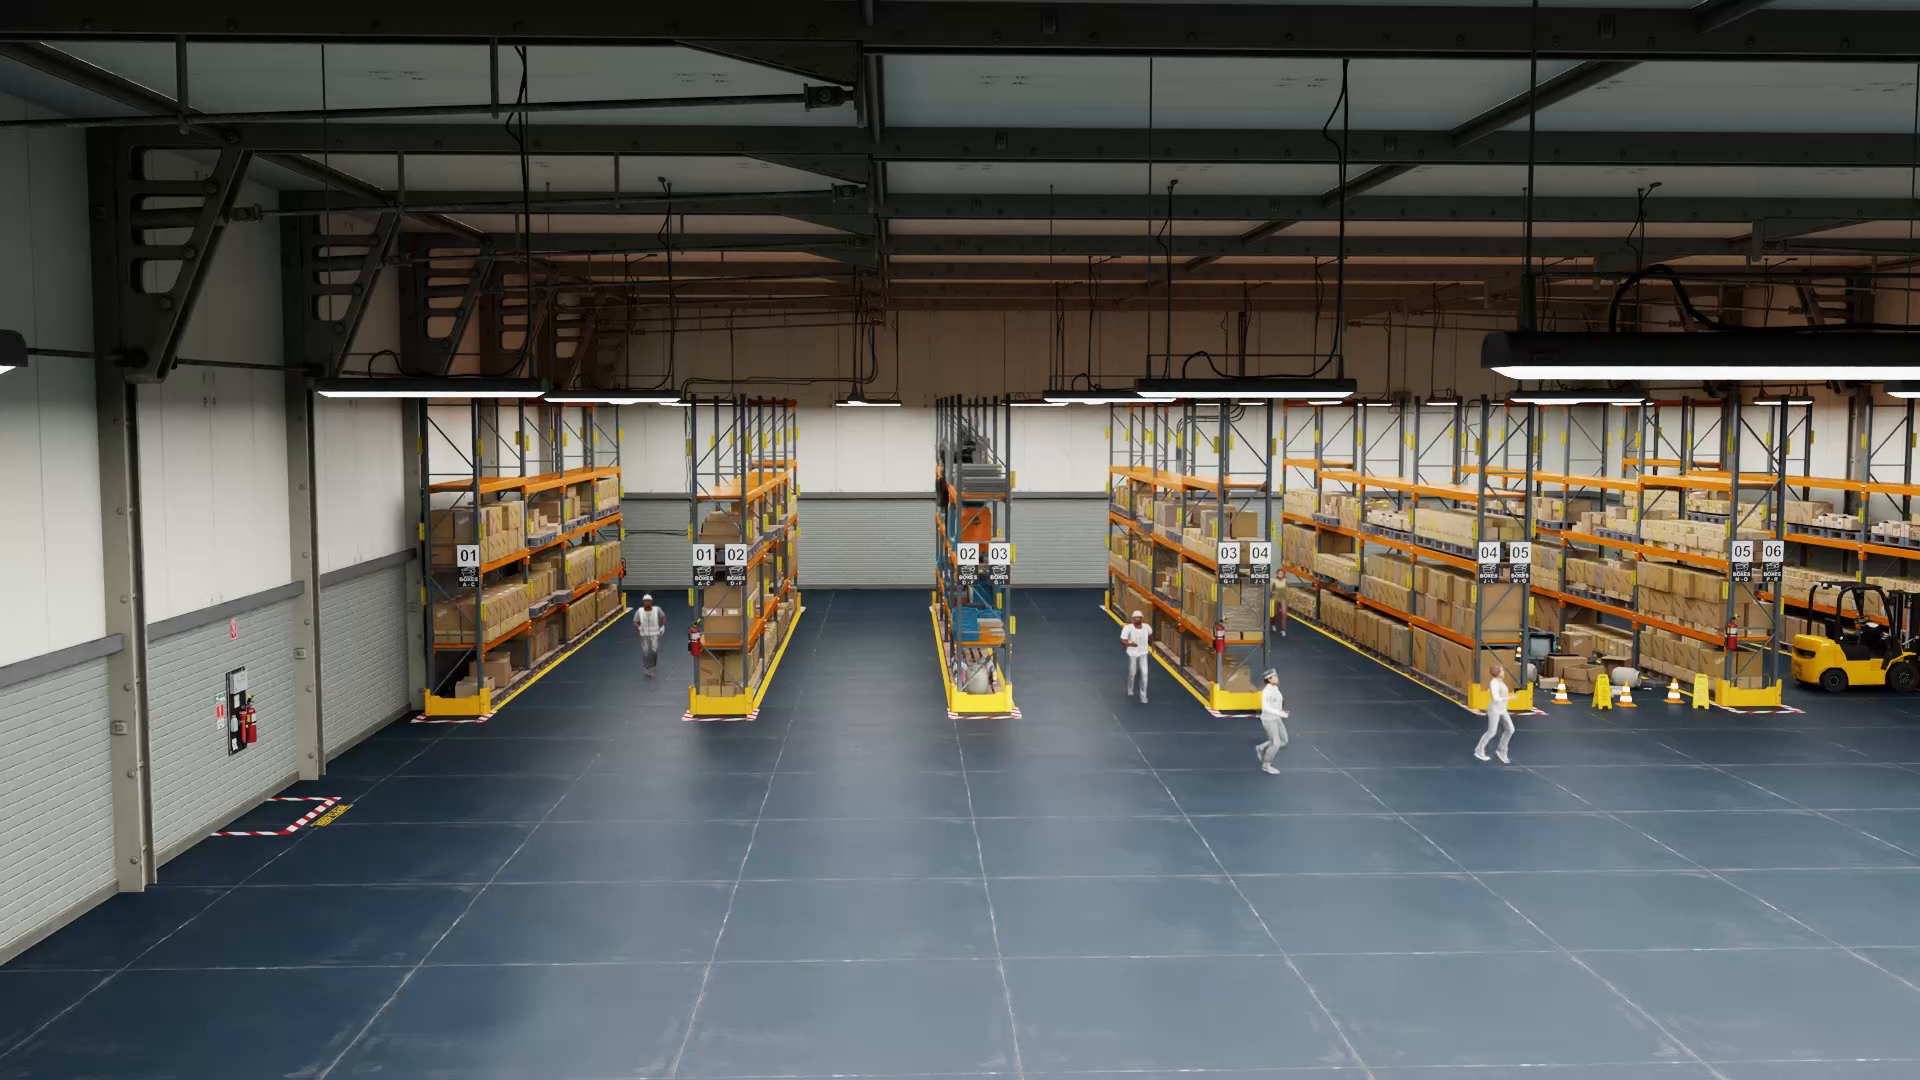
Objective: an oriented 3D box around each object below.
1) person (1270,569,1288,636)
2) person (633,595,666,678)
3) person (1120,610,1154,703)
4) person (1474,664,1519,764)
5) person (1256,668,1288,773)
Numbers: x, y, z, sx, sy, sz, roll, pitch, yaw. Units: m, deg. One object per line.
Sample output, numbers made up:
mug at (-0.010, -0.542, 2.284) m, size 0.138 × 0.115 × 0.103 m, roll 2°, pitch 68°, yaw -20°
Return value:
person at (8.089, 1.546, 42.210) m, size 0.550 × 1.647 × 0.966 m, roll 0°, pitch 4°, yaw -1°
person at (-6.632, 2.052, 35.491) m, size 0.682 × 1.776 × 0.666 m, roll -1°, pitch 5°, yaw -7°
person at (3.486, 2.290, 32.616) m, size 0.724 × 1.848 × 0.757 m, roll -1°, pitch 5°, yaw -7°
person at (8.681, 2.817, 26.850) m, size 0.684 × 1.647 × 0.526 m, roll 3°, pitch 6°, yaw 37°
person at (4.927, 2.834, 26.189) m, size 0.538 × 1.659 × 0.625 m, roll 2°, pitch 5°, yaw 27°
